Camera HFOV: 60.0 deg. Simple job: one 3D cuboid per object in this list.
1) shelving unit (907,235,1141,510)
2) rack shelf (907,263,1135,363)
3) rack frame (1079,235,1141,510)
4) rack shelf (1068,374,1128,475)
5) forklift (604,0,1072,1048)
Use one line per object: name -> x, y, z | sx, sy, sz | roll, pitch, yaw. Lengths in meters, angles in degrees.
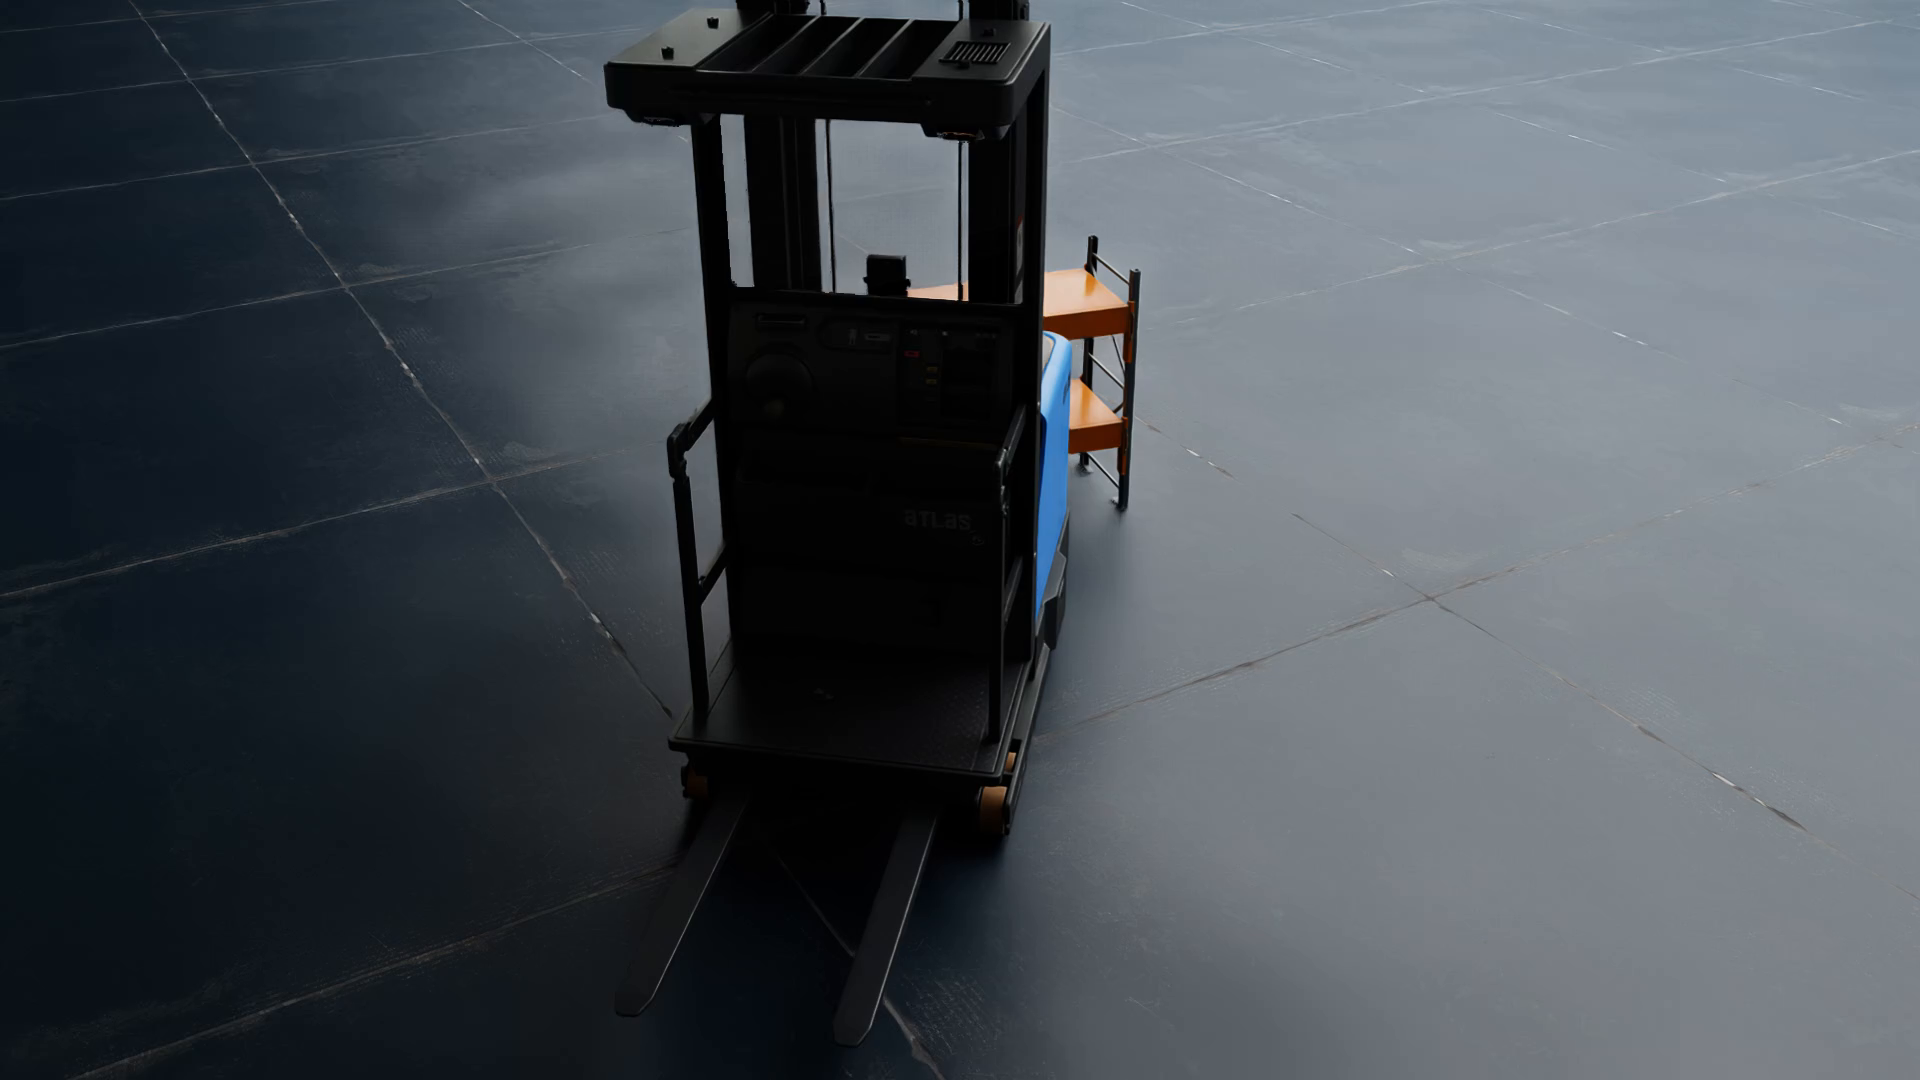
shelving unit -> 0.181, -0.667, 7.294 | 1.048, 1.125, 0.538 | -9, 30, -16
rack shelf -> 0.181, -0.923, 7.153 | 1.000, 0.278, 0.538 | -9, 30, -16
rack frame -> 0.662, -0.746, 7.437 | 0.032, 1.125, 0.500 | -9, 30, -16
rack shelf -> 0.181, -0.453, 7.412 | 1.000, 0.278, 0.538 | -9, 30, -16
forklift -> -0.324, -0.503, 5.128 | 1.130, 2.935, 3.031 | 5, 29, 9
